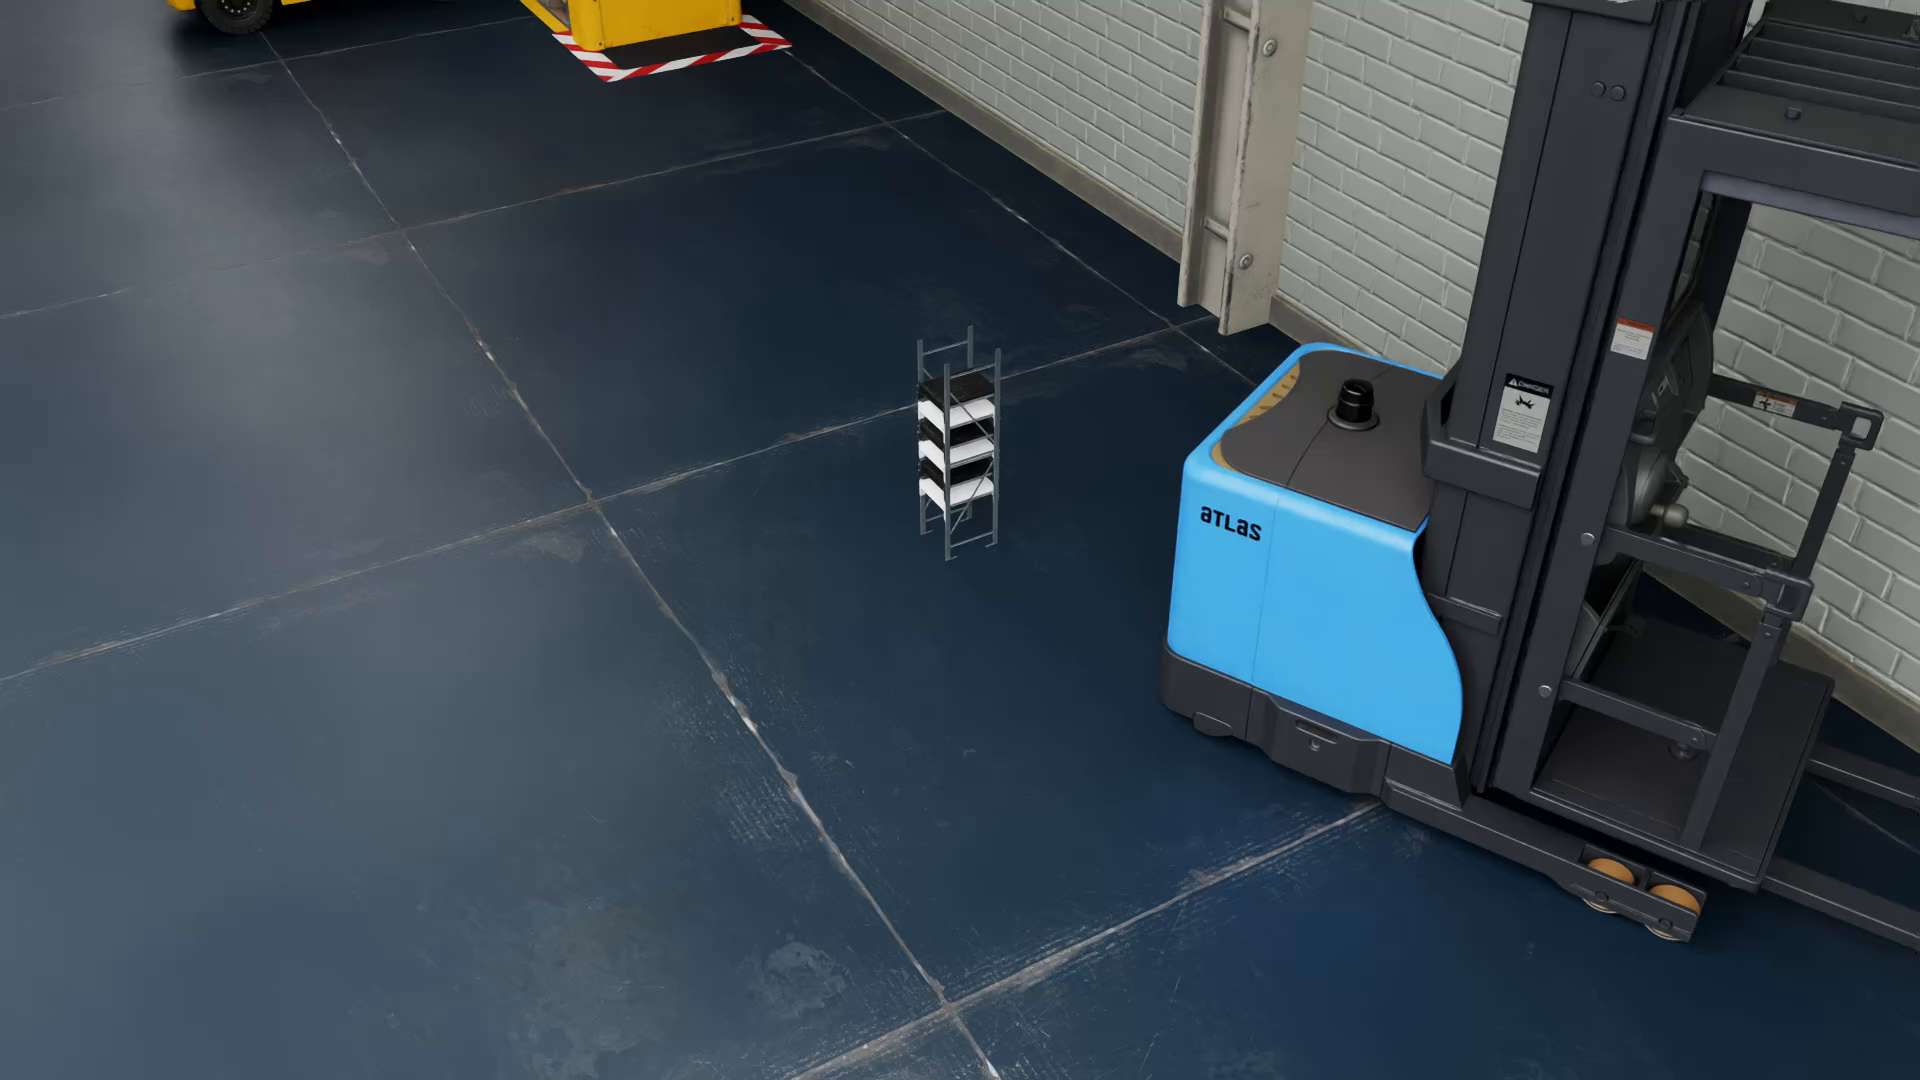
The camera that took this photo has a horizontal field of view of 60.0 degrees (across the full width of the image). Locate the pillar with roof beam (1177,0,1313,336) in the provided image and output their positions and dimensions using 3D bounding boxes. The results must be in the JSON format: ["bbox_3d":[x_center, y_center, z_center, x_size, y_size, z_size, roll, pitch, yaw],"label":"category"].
[{"bbox_3d":[-2.399,-3.500,3.913,9.100,9.000,0.400,-19,40,-24],"label":"pillar with roof beam"}]

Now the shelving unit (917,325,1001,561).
[{"bbox_3d":[-0.004,-0.368,6.490,0.258,0.900,0.210,-19,40,-24],"label":"shelving unit"}]

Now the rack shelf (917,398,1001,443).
[{"bbox_3d":[-0.004,-0.486,6.404,0.258,0.077,0.200,-19,40,-24],"label":"rack shelf"}]

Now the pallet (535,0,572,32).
[{"bbox_3d":[-2.541,-4.042,12.106,1.003,0.211,1.213,-19,40,-24],"label":"pallet"}]

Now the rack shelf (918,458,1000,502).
[{"bbox_3d":[-0.004,-0.268,6.563,0.258,0.077,0.200,-19,40,-24],"label":"rack shelf"}]

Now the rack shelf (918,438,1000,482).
[{"bbox_3d":[-0.004,-0.341,6.510,0.258,0.077,0.200,-19,40,-24],"label":"rack shelf"}]

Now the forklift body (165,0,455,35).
[{"bbox_3d":[-4.650,-4.875,11.601,2.313,2.155,1.214,-19,40,-24],"label":"forklift body"}]

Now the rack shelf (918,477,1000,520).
[{"bbox_3d":[-0.004,-0.195,6.616,0.258,0.077,0.200,-19,40,-24],"label":"rack shelf"}]

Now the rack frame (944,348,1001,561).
[{"bbox_3d":[0.047,-0.316,6.419,0.240,0.900,0.006,-19,40,-24],"label":"rack frame"}]

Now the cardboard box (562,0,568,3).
[{"bbox_3d":[-2.629,-3.996,11.653,0.500,0.250,0.500,-19,40,-24],"label":"cardboard box"}]

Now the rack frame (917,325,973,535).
[{"bbox_3d":[-0.055,-0.419,6.561,0.240,0.900,0.006,-19,40,-24],"label":"rack frame"}]

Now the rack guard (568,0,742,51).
[{"bbox_3d":[-2.108,-3.769,11.487,1.175,0.500,0.348,-19,40,-24],"label":"rack guard"}]

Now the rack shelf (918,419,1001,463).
[{"bbox_3d":[-0.004,-0.413,6.457,0.258,0.077,0.200,-19,40,-24],"label":"rack shelf"}]

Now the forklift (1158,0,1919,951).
[{"bbox_3d":[2.209,-0.323,4.708,3.031,2.935,1.130,22,41,27],"label":"forklift"}]

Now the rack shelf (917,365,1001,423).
[{"bbox_3d":[-0.004,-0.559,6.351,0.258,0.077,0.200,-19,40,-24],"label":"rack shelf"}]
